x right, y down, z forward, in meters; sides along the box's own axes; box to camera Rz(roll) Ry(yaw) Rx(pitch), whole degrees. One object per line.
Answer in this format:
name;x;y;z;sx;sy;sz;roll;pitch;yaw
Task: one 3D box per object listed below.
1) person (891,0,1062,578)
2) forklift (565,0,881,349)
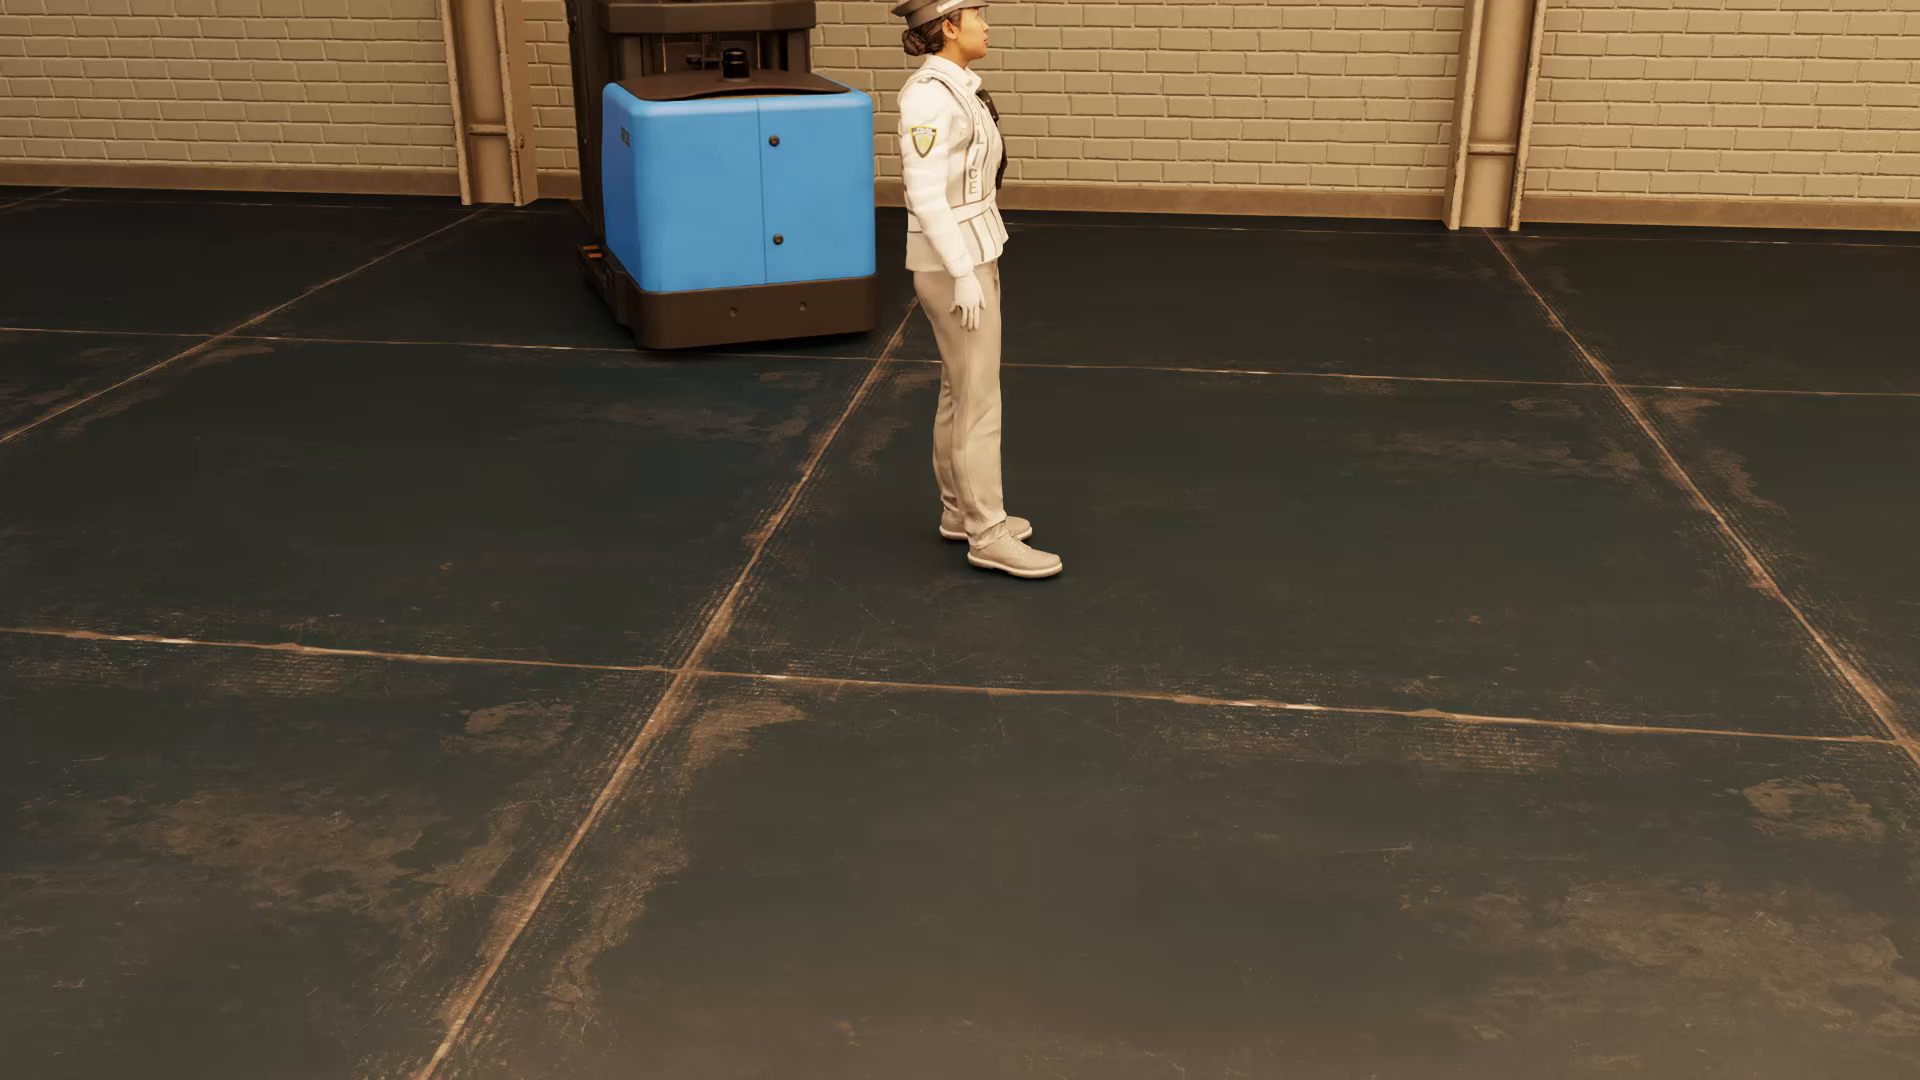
person;0.067;-0.787;4.843;0.532;1.694;0.586;3;22;7
forklift;-1.327;-2.678;7.904;1.130;2.935;3.031;-8;23;-18
